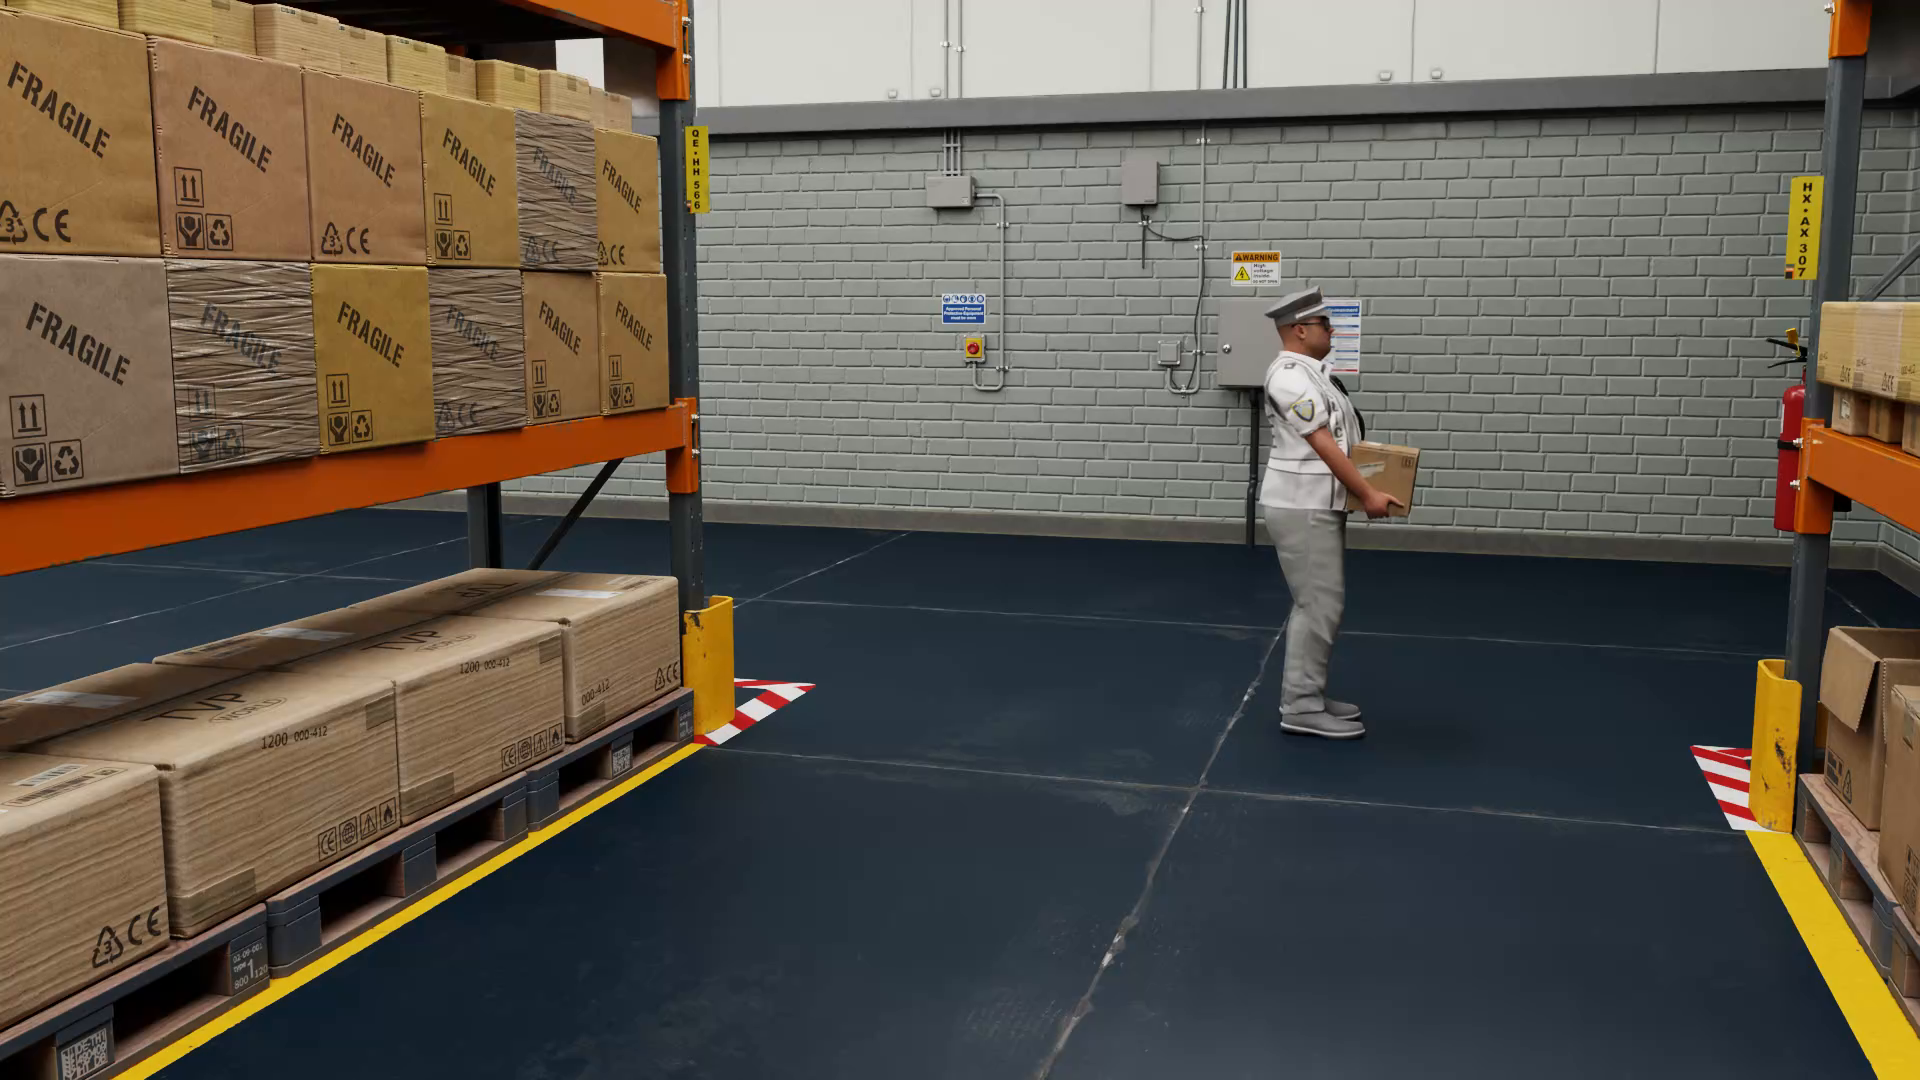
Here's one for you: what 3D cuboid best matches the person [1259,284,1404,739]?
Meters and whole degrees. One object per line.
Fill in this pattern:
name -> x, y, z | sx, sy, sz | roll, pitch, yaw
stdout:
person -> 1.472, -0.123, 6.598 | 0.571, 1.766, 0.494 | 3, 9, 17
